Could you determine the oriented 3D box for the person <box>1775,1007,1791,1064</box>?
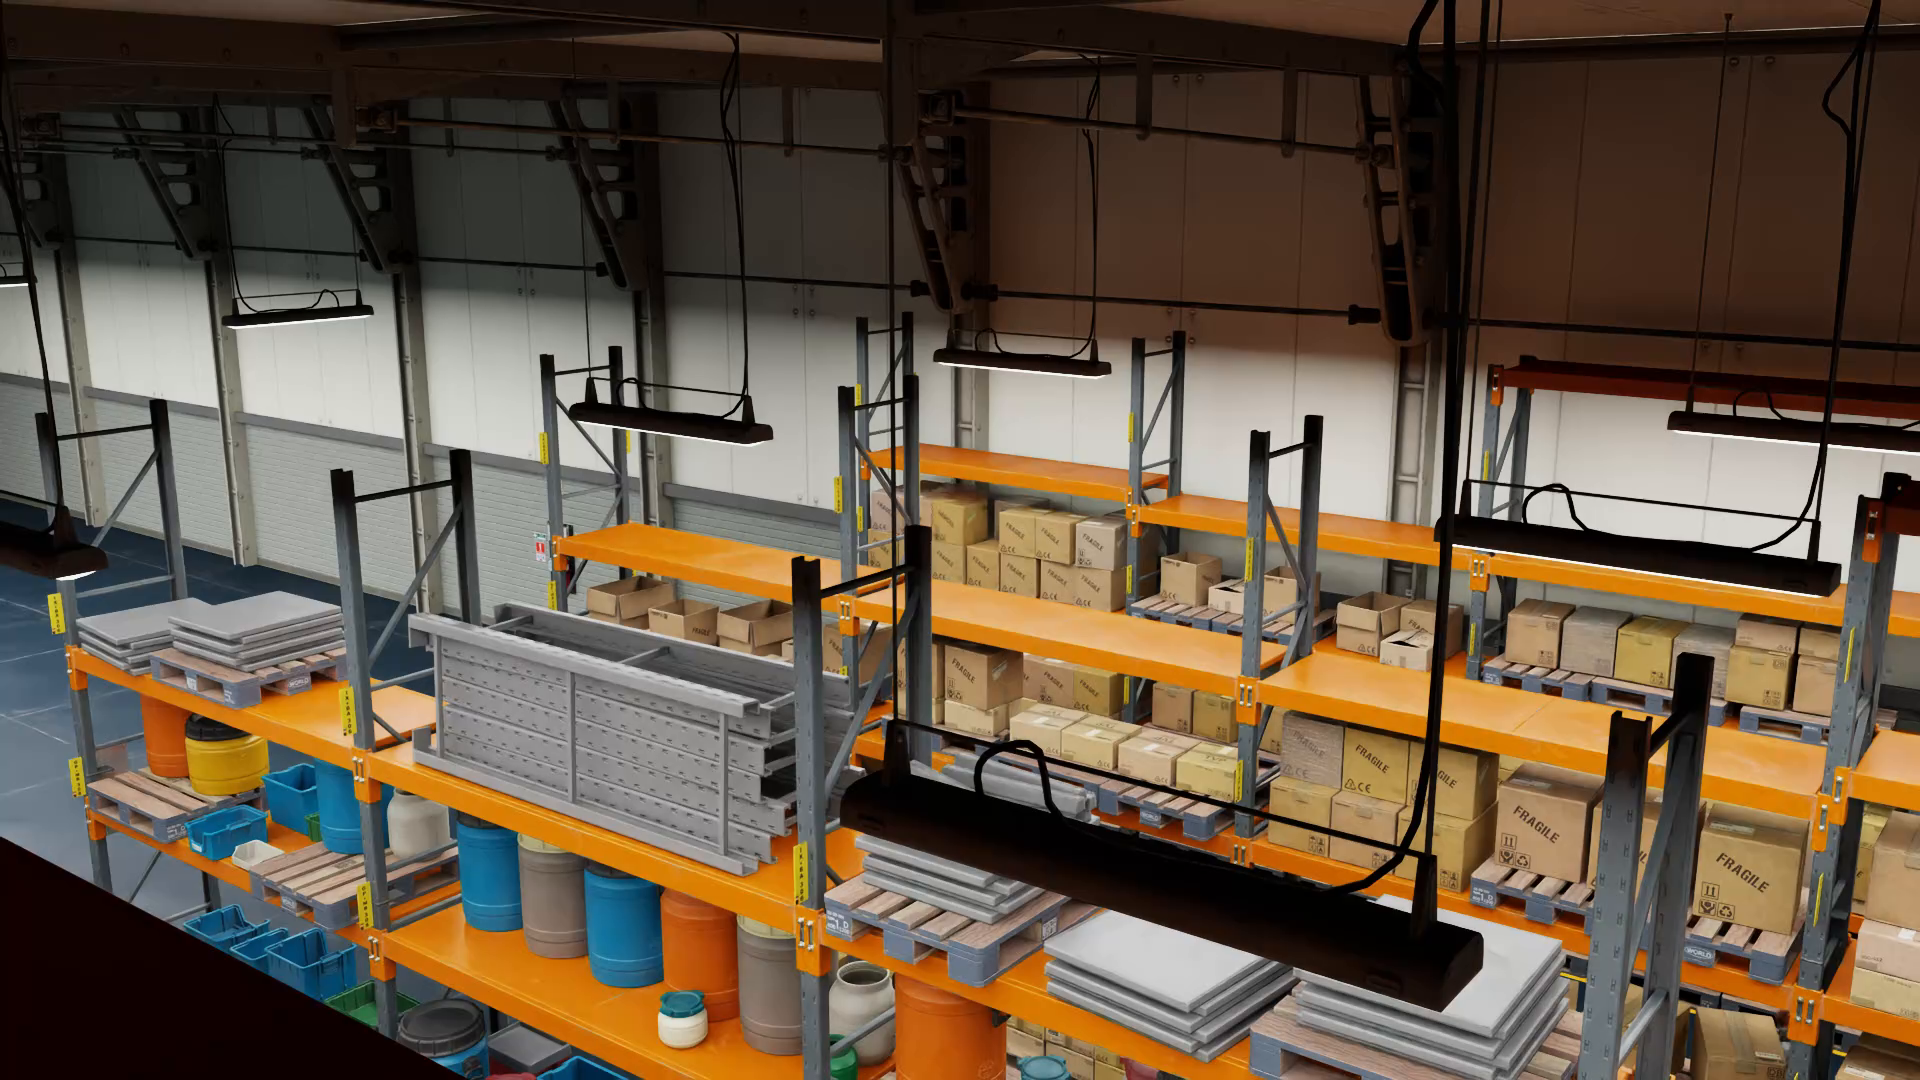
[{"bbox_3d":[6.347,4.317,12.903,1.058,1.667,0.565,9,16,33],"label":"person"}]
